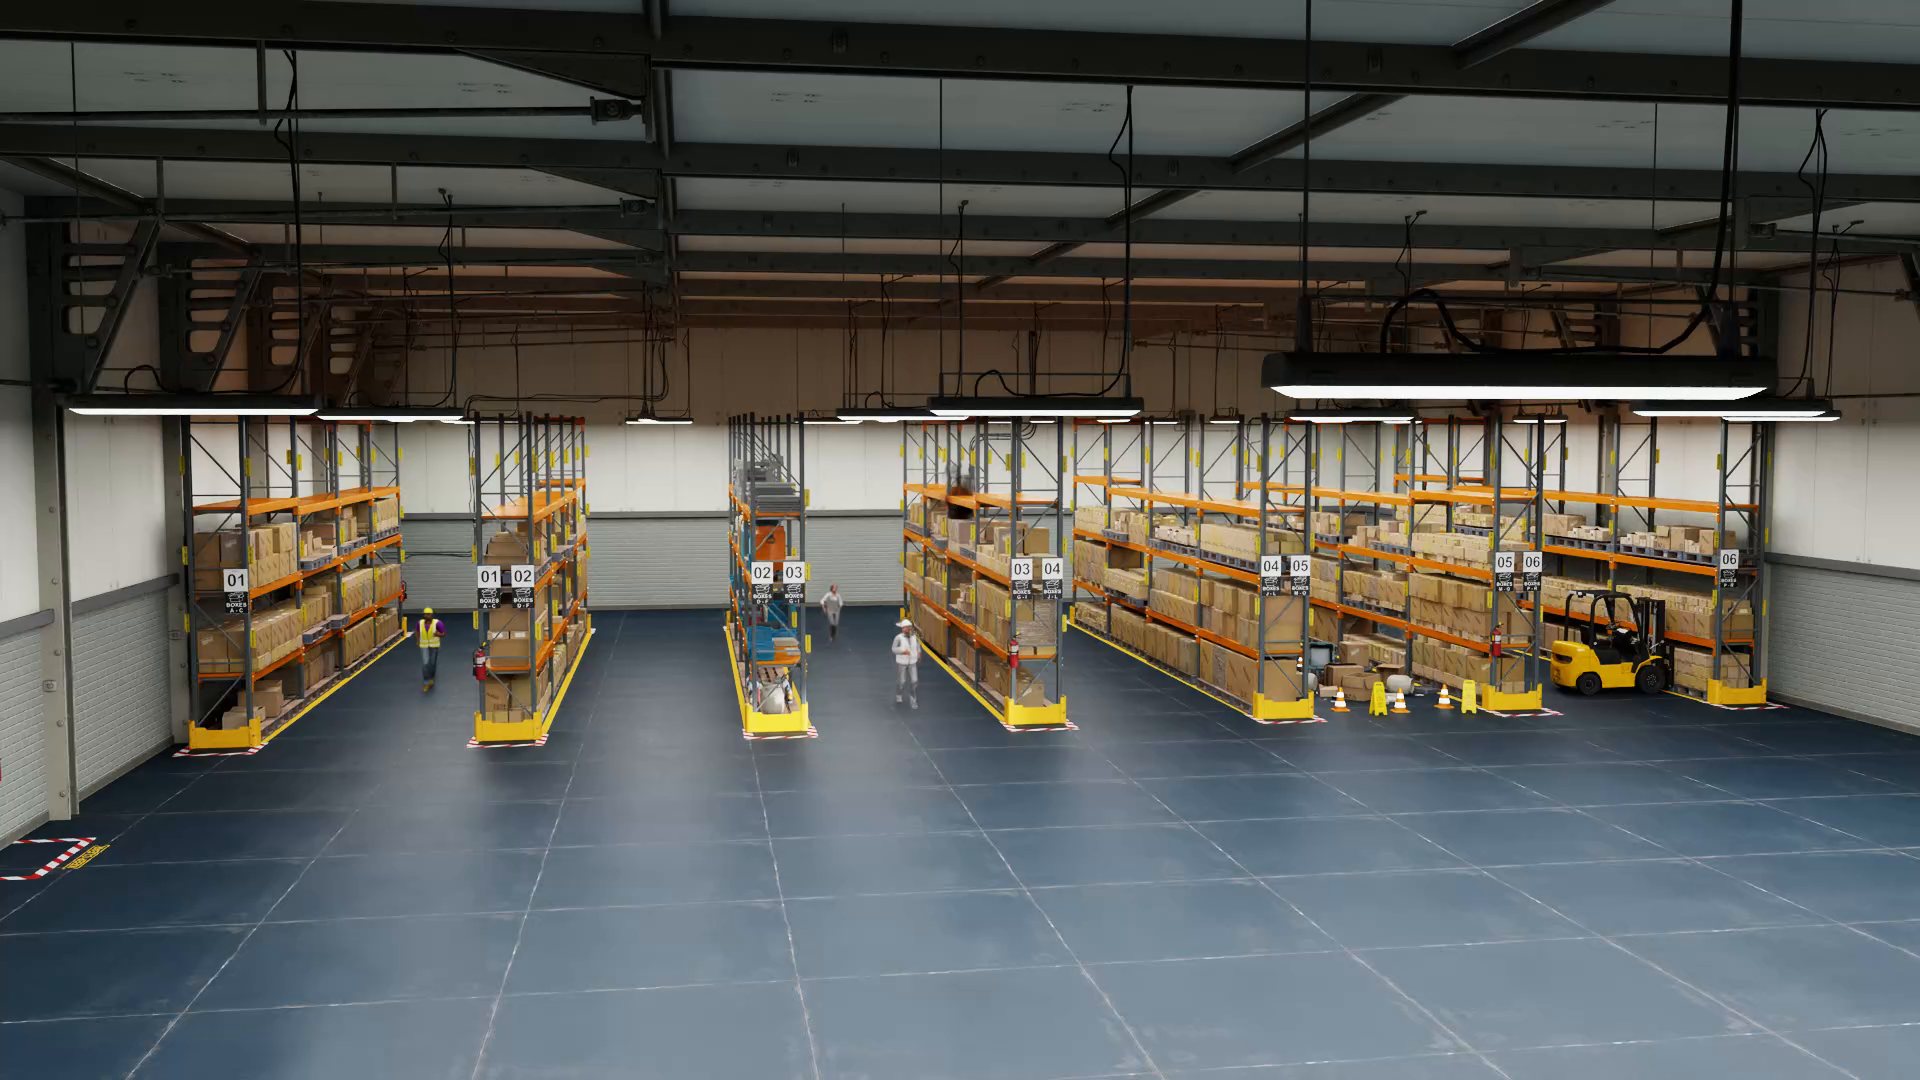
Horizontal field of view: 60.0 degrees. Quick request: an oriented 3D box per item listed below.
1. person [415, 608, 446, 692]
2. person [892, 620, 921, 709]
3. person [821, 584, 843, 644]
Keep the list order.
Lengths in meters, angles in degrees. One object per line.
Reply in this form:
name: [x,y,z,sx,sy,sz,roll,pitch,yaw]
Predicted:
person: [-11.560,2.383,36.331,0.664,1.833,0.783,-1,4,-14]
person: [-1.086,2.545,33.942,0.673,1.855,0.760,-1,4,-21]
person: [-3.342,1.953,43.862,0.548,1.589,0.640,-2,4,-23]
